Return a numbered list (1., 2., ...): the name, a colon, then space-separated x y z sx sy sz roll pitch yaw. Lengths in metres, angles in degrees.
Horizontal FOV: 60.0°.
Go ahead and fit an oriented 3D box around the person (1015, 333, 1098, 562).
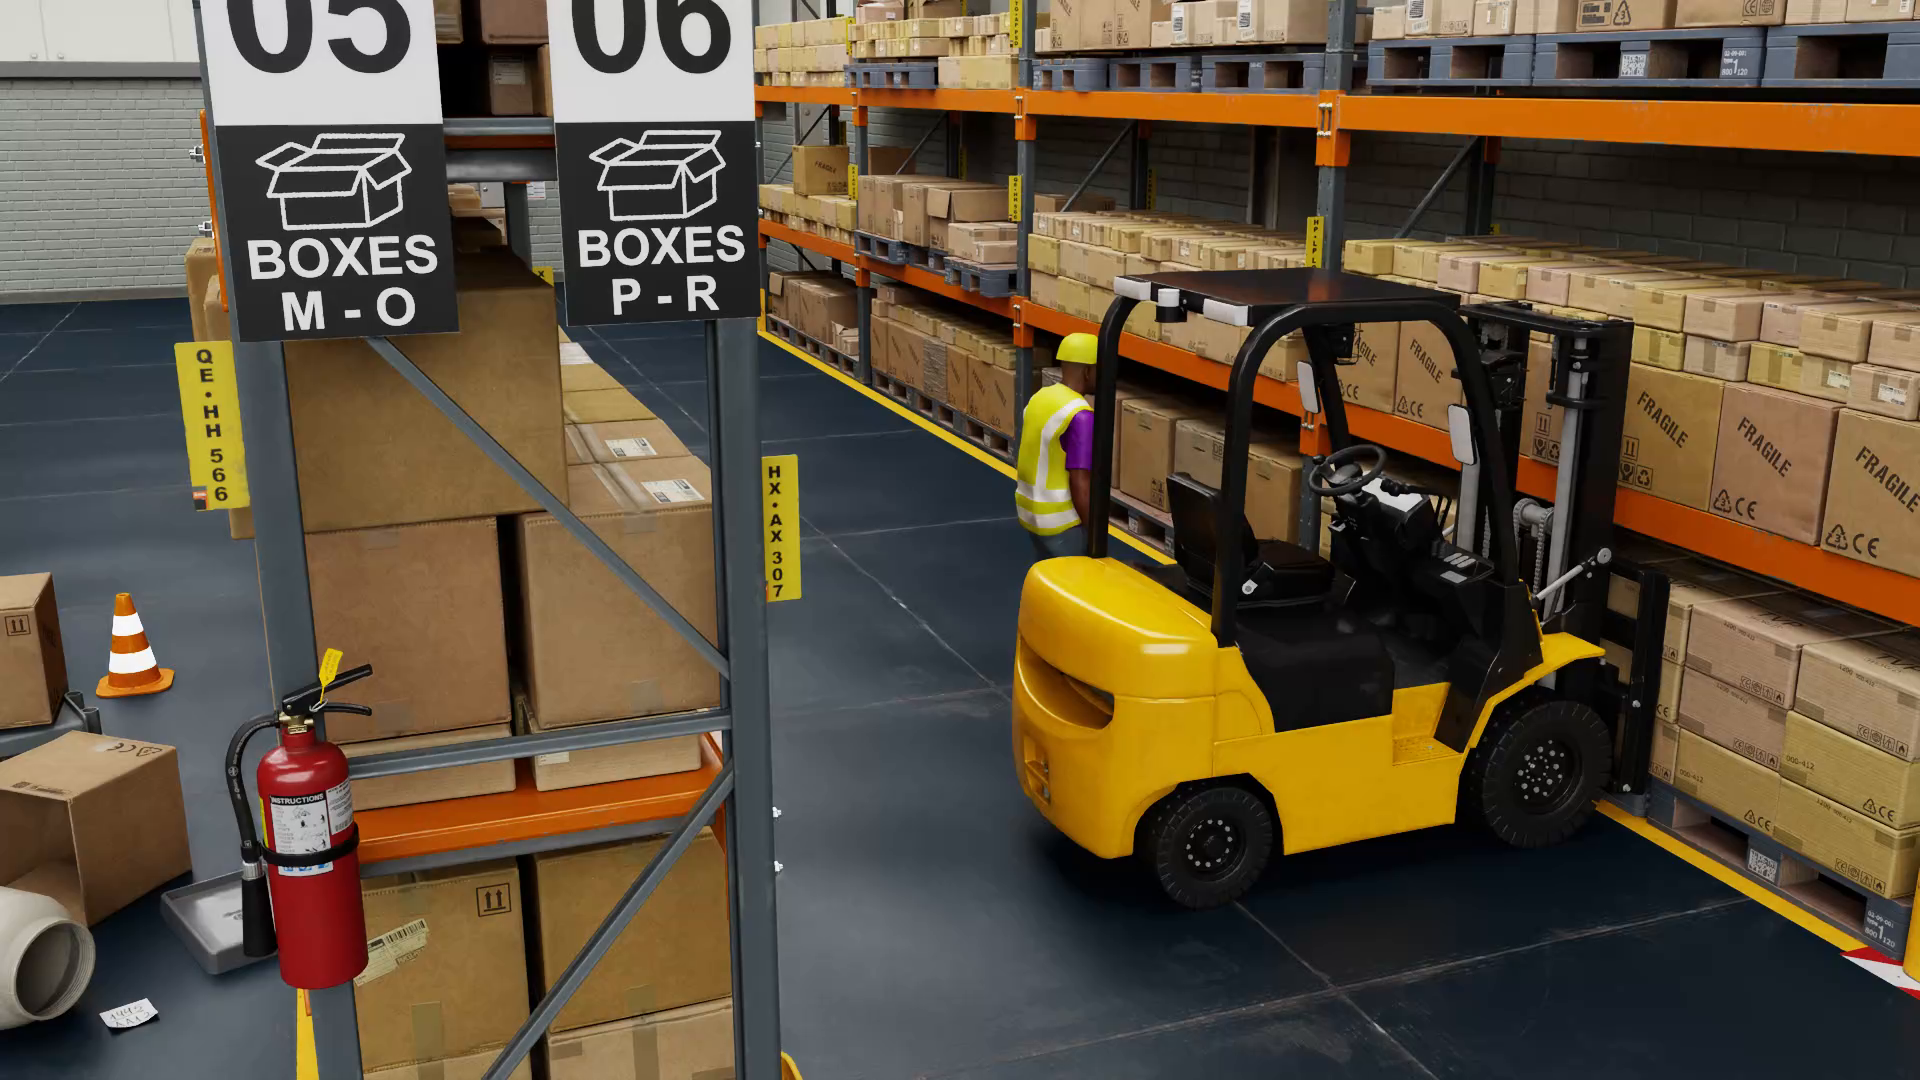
1. person: 0.510 -0.093 7.827 0.461 1.760 0.626 -6 17 -20
